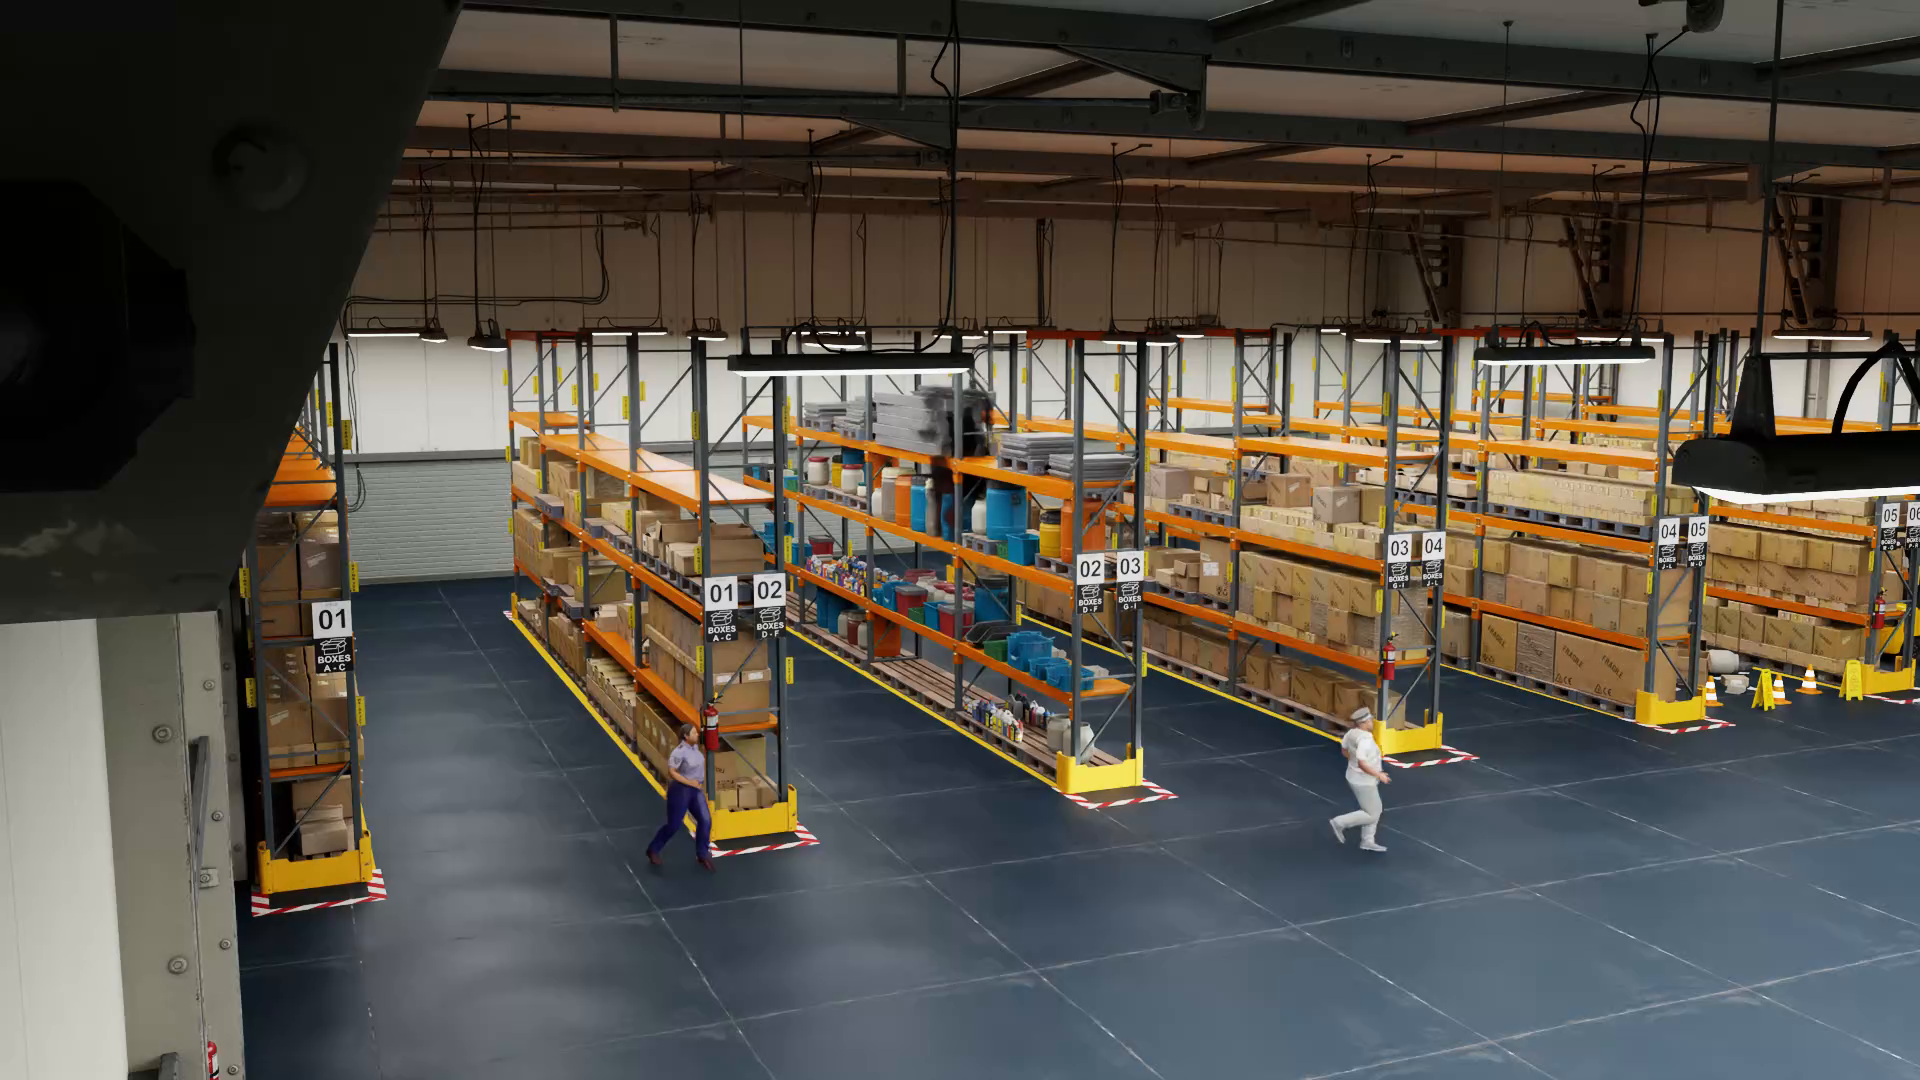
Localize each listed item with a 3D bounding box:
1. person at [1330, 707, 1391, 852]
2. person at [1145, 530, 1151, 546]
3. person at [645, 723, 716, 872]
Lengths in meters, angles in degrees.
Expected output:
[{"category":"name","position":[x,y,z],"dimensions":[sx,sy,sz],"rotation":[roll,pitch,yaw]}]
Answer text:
[{"category":"person","position":[4.699,2.827,19.589],"dimensions":[0.733,1.761,0.663],"rotation":[0,8,-3]},{"category":"person","position":[4.112,0.336,38.099],"dimensions":[0.631,1.768,0.725],"rotation":[-3,8,-18]},{"category":"person","position":[-3.137,2.943,19.130],"dimensions":[0.845,1.668,0.700],"rotation":[4,9,25]}]
